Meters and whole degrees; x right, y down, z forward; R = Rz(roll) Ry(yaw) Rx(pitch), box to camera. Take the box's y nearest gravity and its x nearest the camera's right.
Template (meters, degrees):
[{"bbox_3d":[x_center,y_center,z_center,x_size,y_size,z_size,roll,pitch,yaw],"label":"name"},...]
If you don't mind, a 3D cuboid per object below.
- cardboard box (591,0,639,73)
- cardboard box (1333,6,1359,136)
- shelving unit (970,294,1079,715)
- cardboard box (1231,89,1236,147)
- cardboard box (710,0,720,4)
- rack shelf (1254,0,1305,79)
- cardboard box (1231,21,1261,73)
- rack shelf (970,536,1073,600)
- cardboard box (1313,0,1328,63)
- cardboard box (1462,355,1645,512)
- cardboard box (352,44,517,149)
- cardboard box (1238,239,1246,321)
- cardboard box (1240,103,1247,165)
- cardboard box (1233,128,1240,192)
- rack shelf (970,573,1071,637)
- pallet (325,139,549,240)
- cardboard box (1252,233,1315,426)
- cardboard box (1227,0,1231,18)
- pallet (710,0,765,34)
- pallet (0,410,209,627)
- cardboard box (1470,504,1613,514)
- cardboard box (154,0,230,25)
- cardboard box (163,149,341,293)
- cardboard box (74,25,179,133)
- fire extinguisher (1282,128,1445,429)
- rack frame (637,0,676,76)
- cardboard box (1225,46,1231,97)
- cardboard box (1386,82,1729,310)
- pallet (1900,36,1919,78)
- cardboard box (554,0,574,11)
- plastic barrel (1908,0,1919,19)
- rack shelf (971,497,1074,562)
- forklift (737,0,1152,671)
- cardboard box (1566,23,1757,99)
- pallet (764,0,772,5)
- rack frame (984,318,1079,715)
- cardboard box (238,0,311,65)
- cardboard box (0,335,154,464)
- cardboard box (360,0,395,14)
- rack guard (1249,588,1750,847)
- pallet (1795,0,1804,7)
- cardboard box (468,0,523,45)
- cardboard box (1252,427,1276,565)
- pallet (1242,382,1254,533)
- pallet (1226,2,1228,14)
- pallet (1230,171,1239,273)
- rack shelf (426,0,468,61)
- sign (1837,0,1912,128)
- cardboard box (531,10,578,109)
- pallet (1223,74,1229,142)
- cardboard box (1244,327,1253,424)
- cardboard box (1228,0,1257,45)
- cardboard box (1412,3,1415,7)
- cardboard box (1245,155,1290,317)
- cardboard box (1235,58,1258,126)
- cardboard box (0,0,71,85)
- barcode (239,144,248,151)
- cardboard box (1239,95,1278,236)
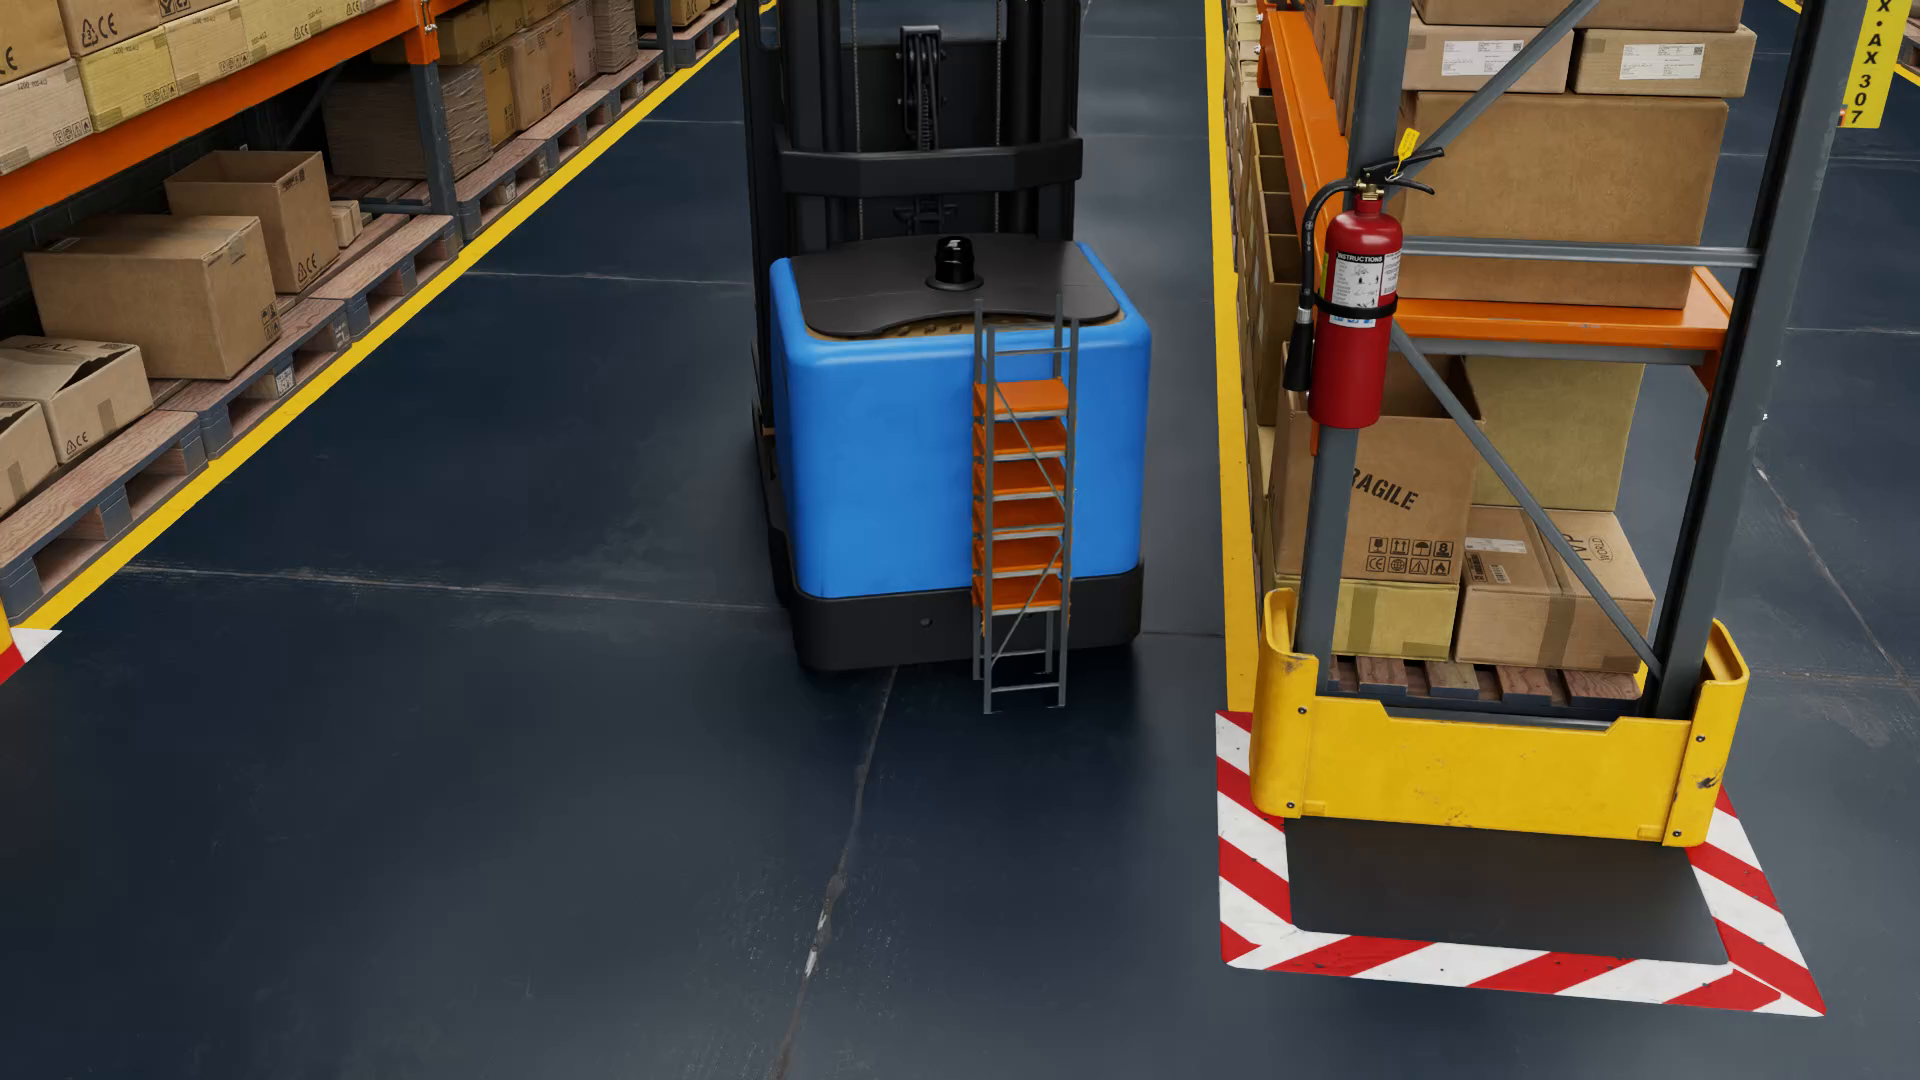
[{"bbox_3d":[-2.595,-3.456,11.173,0.700,0.500,0.500,4,29,7],"label":"cardboard box"},{"bbox_3d":[1.635,-1.644,5.534,0.700,0.500,0.500,4,29,8],"label":"cardboard box"},{"bbox_3d":[0.172,-0.075,4.623,0.258,1.200,0.189,-5,29,-8],"label":"shelving unit"},{"bbox_3d":[1.821,-2.440,9.573,0.500,0.250,0.500,4,29,7],"label":"cardboard box"},{"bbox_3d":[-2.224,-4.693,13.123,0.750,0.750,0.750,3,28,6],"label":"cardboard box"},{"bbox_3d":[2.113,-3.160,9.212,1.077,0.370,4.000,3,28,6],"label":"rack shelf"},{"bbox_3d":[1.882,-2.922,9.877,0.500,0.311,0.500,3,28,5],"label":"cardboard box"},{"bbox_3d":[0.172,0.070,4.701,0.258,0.103,0.180,-5,29,-8],"label":"rack shelf"},{"bbox_3d":[1.762,-2.122,6.420,0.700,0.500,0.500,3,28,6],"label":"cardboard box"},{"bbox_3d":[1.724,-0.432,5.055,0.500,0.500,0.500,3,28,6],"label":"cardboard box"},{"bbox_3d":[-2.961,-2.508,9.415,0.700,0.500,0.500,3,28,5],"label":"cardboard box"},{"bbox_3d":[1.444,-1.074,7.037,0.500,0.250,0.500,3,28,6],"label":"cardboard box"},{"bbox_3d":[1.633,-1.964,8.098,0.500,0.311,0.500,3,28,6],"label":"cardboard box"},{"bbox_3d":[1.695,-1.960,8.681,0.500,0.250,0.500,3,28,5],"label":"cardboard box"},{"bbox_3d":[0.172,0.176,4.758,0.258,0.103,0.180,-5,29,-8],"label":"rack shelf"},{"bbox_3d":[-2.955,-1.960,9.166,1.003,0.211,1.213,3,28,6],"label":"pallet"},{"bbox_3d":[1.257,-0.698,5.549,0.500,0.500,0.500,3,28,6],"label":"cardboard box"},{"bbox_3d":[2.304,-4.209,12.572,0.500,0.500,0.500,2,28,4],"label":"cardboard box"},{"bbox_3d":[-2.235,-4.416,13.725,1.003,0.211,1.213,3,28,6],"label":"pallet"},{"bbox_3d":[-3.395,-0.127,5.763,1.003,0.211,1.213,3,28,6],"label":"pallet"},{"bbox_3d":[1.722,-0.102,5.233,0.500,0.250,0.500,3,28,6],"label":"cardboard box"},{"bbox_3d":[-2.990,-2.137,5.901,0.500,0.500,0.500,4,29,8],"label":"cardboard box"},{"bbox_3d":[-3.136,-1.424,7.402,0.500,0.500,0.500,1,28,2],"label":"cardboard box"},{"bbox_3d":[-3.046,-1.577,5.652,0.500,0.250,0.500,3,28,5],"label":"cardboard box"},{"bbox_3d":[0.903,-0.590,3.764,0.296,0.674,0.183,3,28,6],"label":"fire extinguisher"},{"bbox_3d":[-2.558,-4.704,11.320,1.000,3.000,0.127,3,28,6],"label":"rack frame"},{"bbox_3d":[1.942,-2.927,10.476,0.500,0.250,0.500,3,28,5],"label":"cardboard box"},{"bbox_3d":[1.448,-0.916,4.181,0.700,0.500,0.500,3,28,6],"label":"cardboard box"},{"bbox_3d":[7.329,-3.275,11.606,1.003,0.211,1.213,3,28,6],"label":"pallet"},{"bbox_3d":[-2.727,-3.521,10.504,0.500,0.250,0.500,4,29,7],"label":"cardboard box"},{"bbox_3d":[7.436,-4.252,12.660,0.421,0.512,0.421,0,28,0],"label":"plastic barrel"},{"bbox_3d":[0.172,-0.036,4.645,0.258,0.103,0.180,-5,29,-8],"label":"rack shelf"},{"bbox_3d":[-0.200,-1.584,5.599,1.130,2.935,3.031,-5,29,-8],"label":"forklift"},{"bbox_3d":[1.640,-1.154,3.941,0.380,0.149,0.250,3,28,6],"label":"cardboard box"},{"bbox_3d":[-2.088,-4.992,14.794,1.003,0.211,1.213,3,28,6],"label":"pallet"},{"bbox_3d":[0.187,-0.032,4.544,0.240,1.200,0.006,-5,29,-8],"label":"rack frame"},{"bbox_3d":[-2.921,-2.052,6.533,0.500,0.250,0.500,3,28,6],"label":"cardboard box"},{"bbox_3d":[-3.295,-0.537,5.956,0.500,0.311,0.500,6,29,10],"label":"cardboard box"},{"bbox_3d":[-2.806,-2.524,7.409,0.500,0.250,0.500,3,29,6],"label":"cardboard box"},{"bbox_3d":[1.375,0.459,4.370,1.175,0.500,0.348,3,28,6],"label":"rack guard"},{"bbox_3d":[7.628,-4.423,13.738,1.003,0.211,1.213,3,28,6],"label":"pallet"},{"bbox_3d":[-2.864,-3.045,9.620,0.500,0.250,0.500,3,28,5],"label":"cardboard box"},{"bbox_3d":[1.200,-0.133,5.290,0.500,0.250,0.500,3,28,6],"label":"cardboard box"},{"bbox_3d":[1.582,-0.360,6.196,1.003,0.211,1.213,3,28,6],"label":"pallet"},{"bbox_3d":[2.786,-4.688,14.230,1.003,0.211,1.213,3,28,6],"label":"pallet"},{"bbox_3d":[1.920,-1.657,8.603,1.003,0.211,1.213,3,28,6],"label":"pallet"},{"bbox_3d":[-2.803,-3.446,9.743,1.077,0.370,4.000,3,28,6],"label":"rack shelf"},{"bbox_3d":[1.928,-1.033,3.509,0.100,0.325,0.005,3,28,6],"label":"sign"},{"bbox_3d":[-2.806,-2.984,10.299,0.700,0.500,0.500,3,28,6],"label":"cardboard box"},{"bbox_3d":[2.219,-2.805,10.735,1.003,0.211,1.213,3,28,6],"label":"pallet"},{"bbox_3d":[1.323,-0.603,6.163,0.500,0.250,0.500,3,28,6],"label":"cardboard box"},{"bbox_3d":[2.003,-3.410,10.782,0.500,0.311,0.500,4,29,8],"label":"cardboard box"},{"bbox_3d":[1.267,-1.296,4.204,0.380,0.149,0.250,4,29,7],"label":"cardboard box"},{"bbox_3d":[1.378,-1.169,6.423,0.500,0.500,0.500,3,28,6],"label":"cardboard box"},{"bbox_3d":[1.754,-2.444,8.989,0.500,0.311,0.500,3,28,6],"label":"cardboard box"},{"bbox_3d":[-3.111,-1.651,4.998,0.500,0.500,0.500,3,29,6],"label":"cardboard box"},{"bbox_3d":[-3.353,-1.815,7.791,0.001,0.075,0.075,3,28,6],"label":"barcode"},{"bbox_3d":[1.501,-1.640,7.297,0.500,0.500,0.500,3,28,6],"label":"cardboard box"}]
